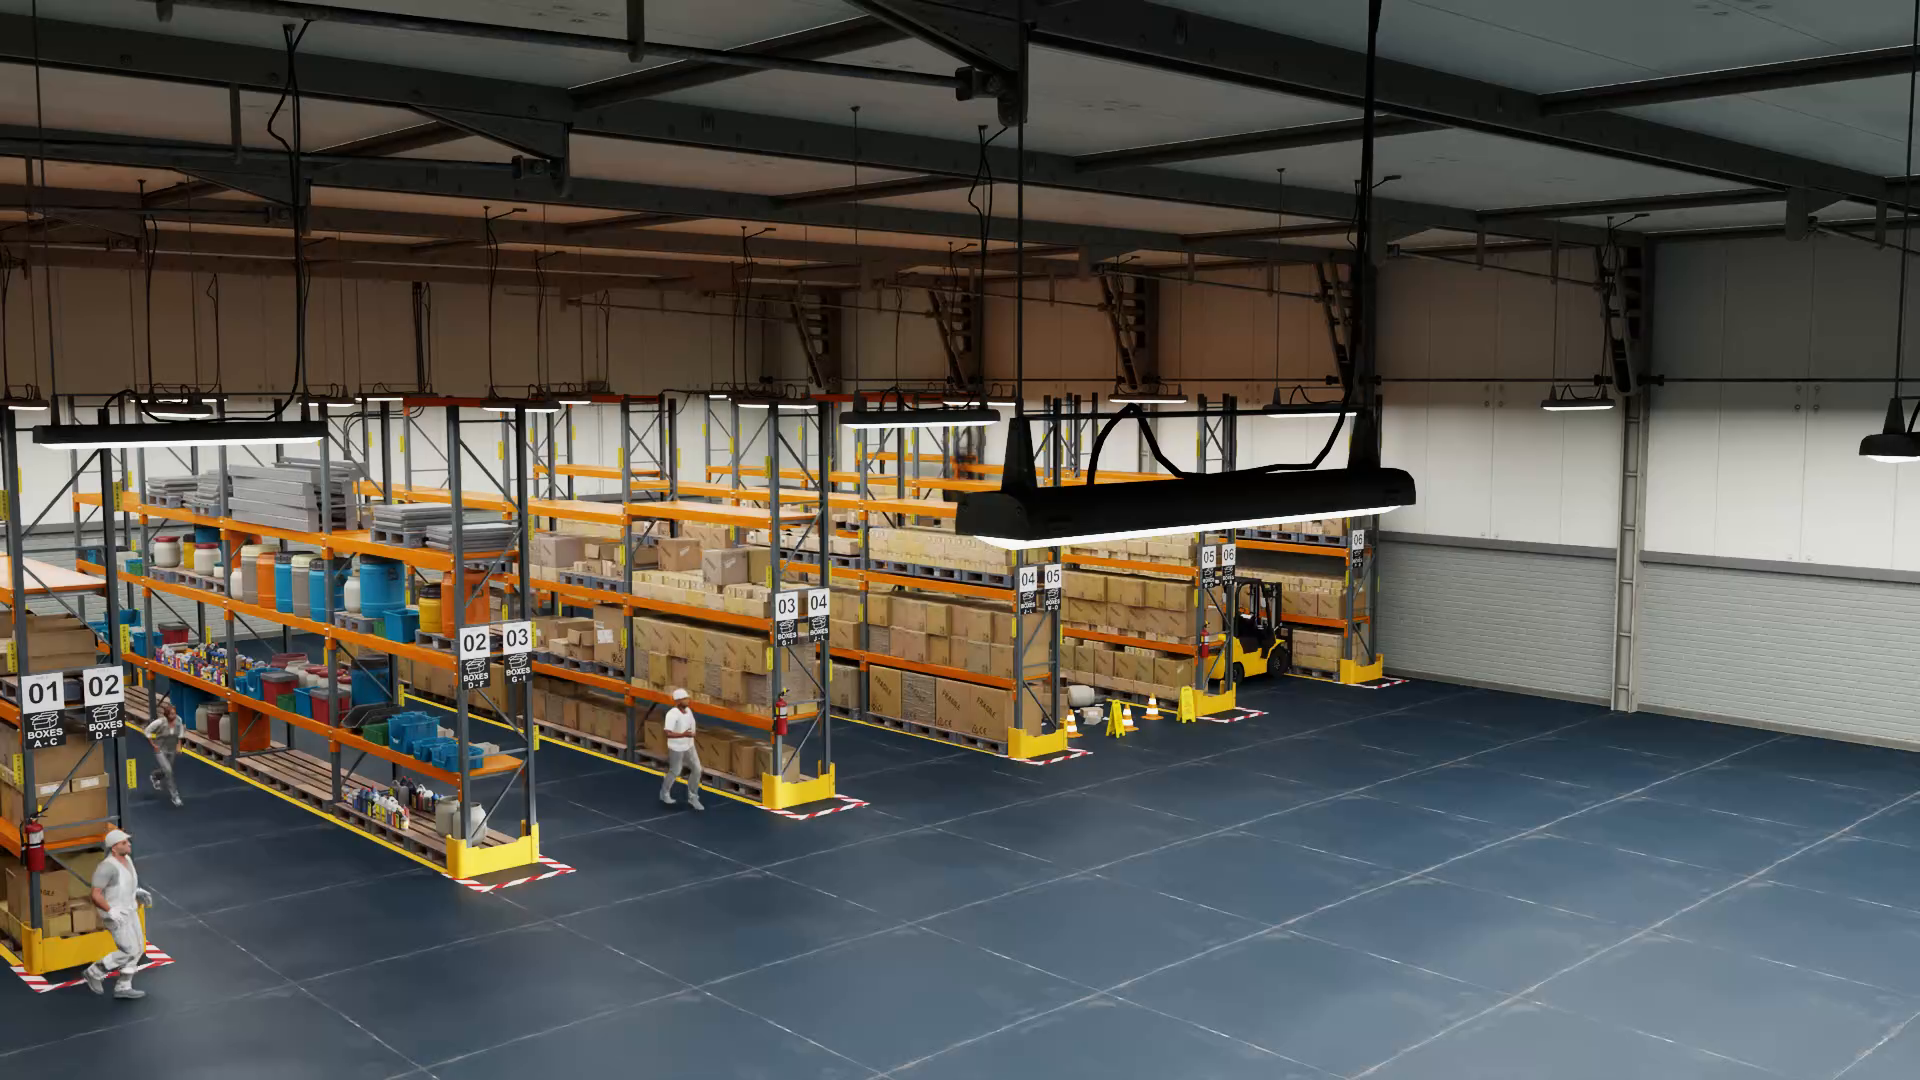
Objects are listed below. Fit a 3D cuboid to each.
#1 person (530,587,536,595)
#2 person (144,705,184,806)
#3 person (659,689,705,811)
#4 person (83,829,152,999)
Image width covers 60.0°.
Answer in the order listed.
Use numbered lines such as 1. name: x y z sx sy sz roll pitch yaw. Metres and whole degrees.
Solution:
1. person: -10.563 1.568 41.003 0.577 1.697 0.749 1 6 10
2. person: -11.931 3.189 24.876 0.893 1.549 0.557 5 8 44
3. person: -4.121 3.088 24.461 0.779 1.821 0.675 4 7 33
4. person: -8.636 3.820 17.005 0.594 1.756 0.679 0 6 -4
